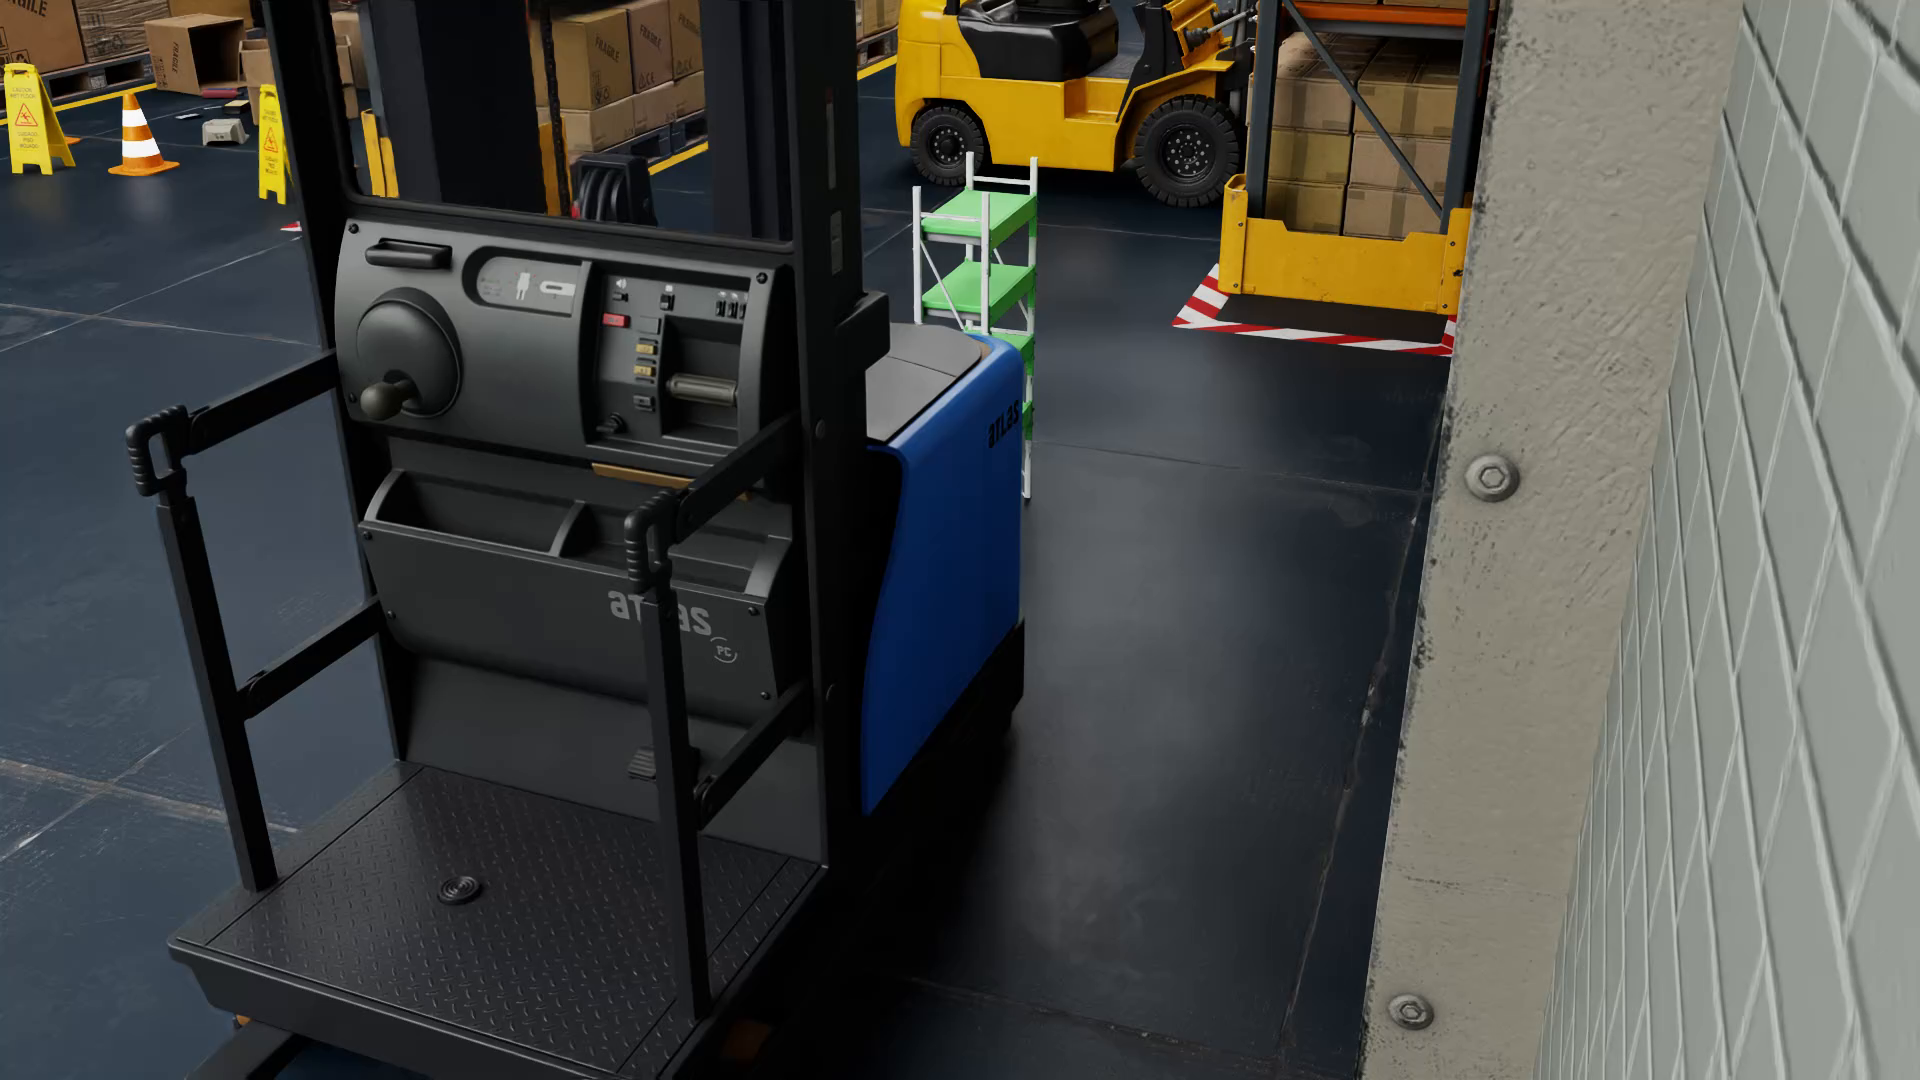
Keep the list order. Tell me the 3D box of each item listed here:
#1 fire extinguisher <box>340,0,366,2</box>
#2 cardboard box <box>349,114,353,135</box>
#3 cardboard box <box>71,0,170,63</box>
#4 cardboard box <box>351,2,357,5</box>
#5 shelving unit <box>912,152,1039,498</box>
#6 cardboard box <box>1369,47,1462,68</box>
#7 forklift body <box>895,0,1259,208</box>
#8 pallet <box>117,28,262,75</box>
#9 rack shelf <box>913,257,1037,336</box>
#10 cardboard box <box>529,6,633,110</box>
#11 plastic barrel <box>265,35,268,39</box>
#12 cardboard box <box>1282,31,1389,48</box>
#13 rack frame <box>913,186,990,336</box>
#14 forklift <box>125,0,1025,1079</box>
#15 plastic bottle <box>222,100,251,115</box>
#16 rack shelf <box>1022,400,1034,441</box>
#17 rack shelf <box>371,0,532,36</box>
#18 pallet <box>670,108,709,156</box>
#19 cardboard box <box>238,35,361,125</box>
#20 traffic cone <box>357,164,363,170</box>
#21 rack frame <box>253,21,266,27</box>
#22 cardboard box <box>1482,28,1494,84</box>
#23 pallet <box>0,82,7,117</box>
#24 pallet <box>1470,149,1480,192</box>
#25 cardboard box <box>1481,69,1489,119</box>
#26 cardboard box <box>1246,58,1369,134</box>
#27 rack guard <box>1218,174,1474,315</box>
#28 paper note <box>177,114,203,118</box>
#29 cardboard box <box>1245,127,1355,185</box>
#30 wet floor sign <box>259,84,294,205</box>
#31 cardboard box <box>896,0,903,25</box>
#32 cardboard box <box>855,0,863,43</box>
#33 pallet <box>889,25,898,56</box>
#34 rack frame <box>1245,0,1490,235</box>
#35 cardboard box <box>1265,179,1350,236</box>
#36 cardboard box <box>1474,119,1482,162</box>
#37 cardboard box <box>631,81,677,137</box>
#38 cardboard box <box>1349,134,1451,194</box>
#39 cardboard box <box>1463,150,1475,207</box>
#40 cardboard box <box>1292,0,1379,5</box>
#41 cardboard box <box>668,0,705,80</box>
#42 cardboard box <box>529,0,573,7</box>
[{"bbox_3d":[-3.302,-3.253,8.932,0.296,0.674,0.183,9,27,17],"label":"fire extinguisher"},{"bbox_3d":[-4.299,-2.816,11.212,0.250,0.149,0.380,-20,33,-36],"label":"cardboard box"},{"bbox_3d":[-6.772,-4.202,12.758,0.875,0.875,0.875,9,27,18],"label":"cardboard box"},{"bbox_3d":[-5.754,-5.429,15.436,1.050,0.750,0.750,9,27,17],"label":"cardboard box"},{"bbox_3d":[0.055,-0.608,5.445,0.258,1.200,0.503,9,27,17],"label":"shelving unit"},{"bbox_3d":[2.354,-2.327,8.457,0.500,0.250,0.500,9,27,18],"label":"cardboard box"},{"bbox_3d":[0.763,-3.212,9.732,2.313,2.155,1.214,9,27,17],"label":"forklift body"},{"bbox_3d":[-6.527,-4.032,13.652,1.003,0.211,1.213,9,27,17],"label":"pallet"},{"bbox_3d":[0.055,-0.767,5.369,0.258,0.148,0.480,9,27,17],"label":"rack shelf"},{"bbox_3d":[-2.293,-2.858,9.841,0.500,0.500,0.500,8,27,16],"label":"cardboard box"},{"bbox_3d":[-5.131,-3.740,12.805,0.421,0.421,0.512,-14,29,-27],"label":"plastic barrel"},{"bbox_3d":[2.034,-2.605,9.031,0.500,0.250,0.500,9,27,18],"label":"cardboard box"},{"bbox_3d":[-0.026,-0.508,5.238,0.240,1.200,0.015,9,27,17],"label":"rack frame"},{"bbox_3d":[-0.841,-0.337,2.899,1.130,2.935,3.031,10,28,19],"label":"forklift"},{"bbox_3d":[-5.165,-3.106,11.911,0.133,0.061,0.283,0,26,-1],"label":"plastic bottle"},{"bbox_3d":[0.055,-0.335,5.578,0.258,0.148,0.480,9,27,17],"label":"rack shelf"},{"bbox_3d":[-2.164,-3.766,10.728,1.077,0.370,4.000,9,27,17],"label":"rack shelf"},{"bbox_3d":[-2.093,-2.873,11.257,1.003,0.211,1.213,9,27,17],"label":"pallet"},{"bbox_3d":[-4.633,-3.233,11.667,0.797,0.503,0.637,-9,27,-18],"label":"cardboard box"},{"bbox_3d":[-3.903,-2.490,10.178,0.336,0.463,0.334,9,27,17],"label":"traffic cone"},{"bbox_3d":[-6.200,-5.588,13.666,1.000,3.000,0.127,9,27,17],"label":"rack frame"},{"bbox_3d":[2.707,-2.741,9.311,0.500,0.250,0.500,8,27,16],"label":"cardboard box"},{"bbox_3d":[-7.339,-3.029,11.581,1.003,0.211,1.213,9,27,17],"label":"pallet"},{"bbox_3d":[2.475,-2.115,9.692,1.003,0.211,1.213,9,27,17],"label":"pallet"},{"bbox_3d":[2.708,-2.514,9.417,0.500,0.250,0.500,9,27,17],"label":"cardboard box"},{"bbox_3d":[1.711,-2.186,8.165,0.500,0.250,0.500,10,27,19],"label":"cardboard box"},{"bbox_3d":[1.844,-1.415,7.915,1.175,0.500,0.348,9,27,17],"label":"rack guard"},{"bbox_3d":[-5.422,-2.988,11.705,0.144,0.017,0.142,20,32,35],"label":"paper note"},{"bbox_3d":[1.719,-1.972,8.296,0.500,0.250,0.500,8,27,17],"label":"cardboard box"},{"bbox_3d":[-3.902,-2.286,9.546,0.267,0.644,0.232,20,32,35],"label":"wet floor sign"},{"bbox_3d":[-0.861,-4.716,14.398,0.950,0.372,0.625,10,27,19],"label":"cardboard box"},{"bbox_3d":[-1.326,-4.134,13.196,0.950,0.372,0.625,9,27,18],"label":"cardboard box"},{"bbox_3d":[-0.837,-4.480,14.577,1.003,0.211,1.213,9,27,17],"label":"pallet"},{"bbox_3d":[1.852,-2.550,7.391,1.000,3.000,0.127,9,27,17],"label":"rack frame"},{"bbox_3d":[1.711,-1.740,8.392,0.500,0.250,0.500,9,27,18],"label":"cardboard box"},{"bbox_3d":[2.706,-2.297,9.542,0.500,0.250,0.500,9,27,18],"label":"cardboard box"},{"bbox_3d":[-2.124,-2.720,10.415,0.500,0.250,0.500,10,27,19],"label":"cardboard box"},{"bbox_3d":[2.205,-1.889,8.126,0.500,0.250,0.500,9,27,18],"label":"cardboard box"},{"bbox_3d":[2.394,-1.878,8.677,0.500,0.250,0.500,9,27,18],"label":"cardboard box"},{"bbox_3d":[1.768,-2.835,7.865,0.500,0.500,0.500,8,27,16],"label":"cardboard box"},{"bbox_3d":[-1.949,-3.279,10.709,0.500,0.500,0.500,9,27,18],"label":"cardboard box"},{"bbox_3d":[-2.639,-3.139,10.421,0.500,0.500,0.500,10,28,19],"label":"cardboard box"}]
